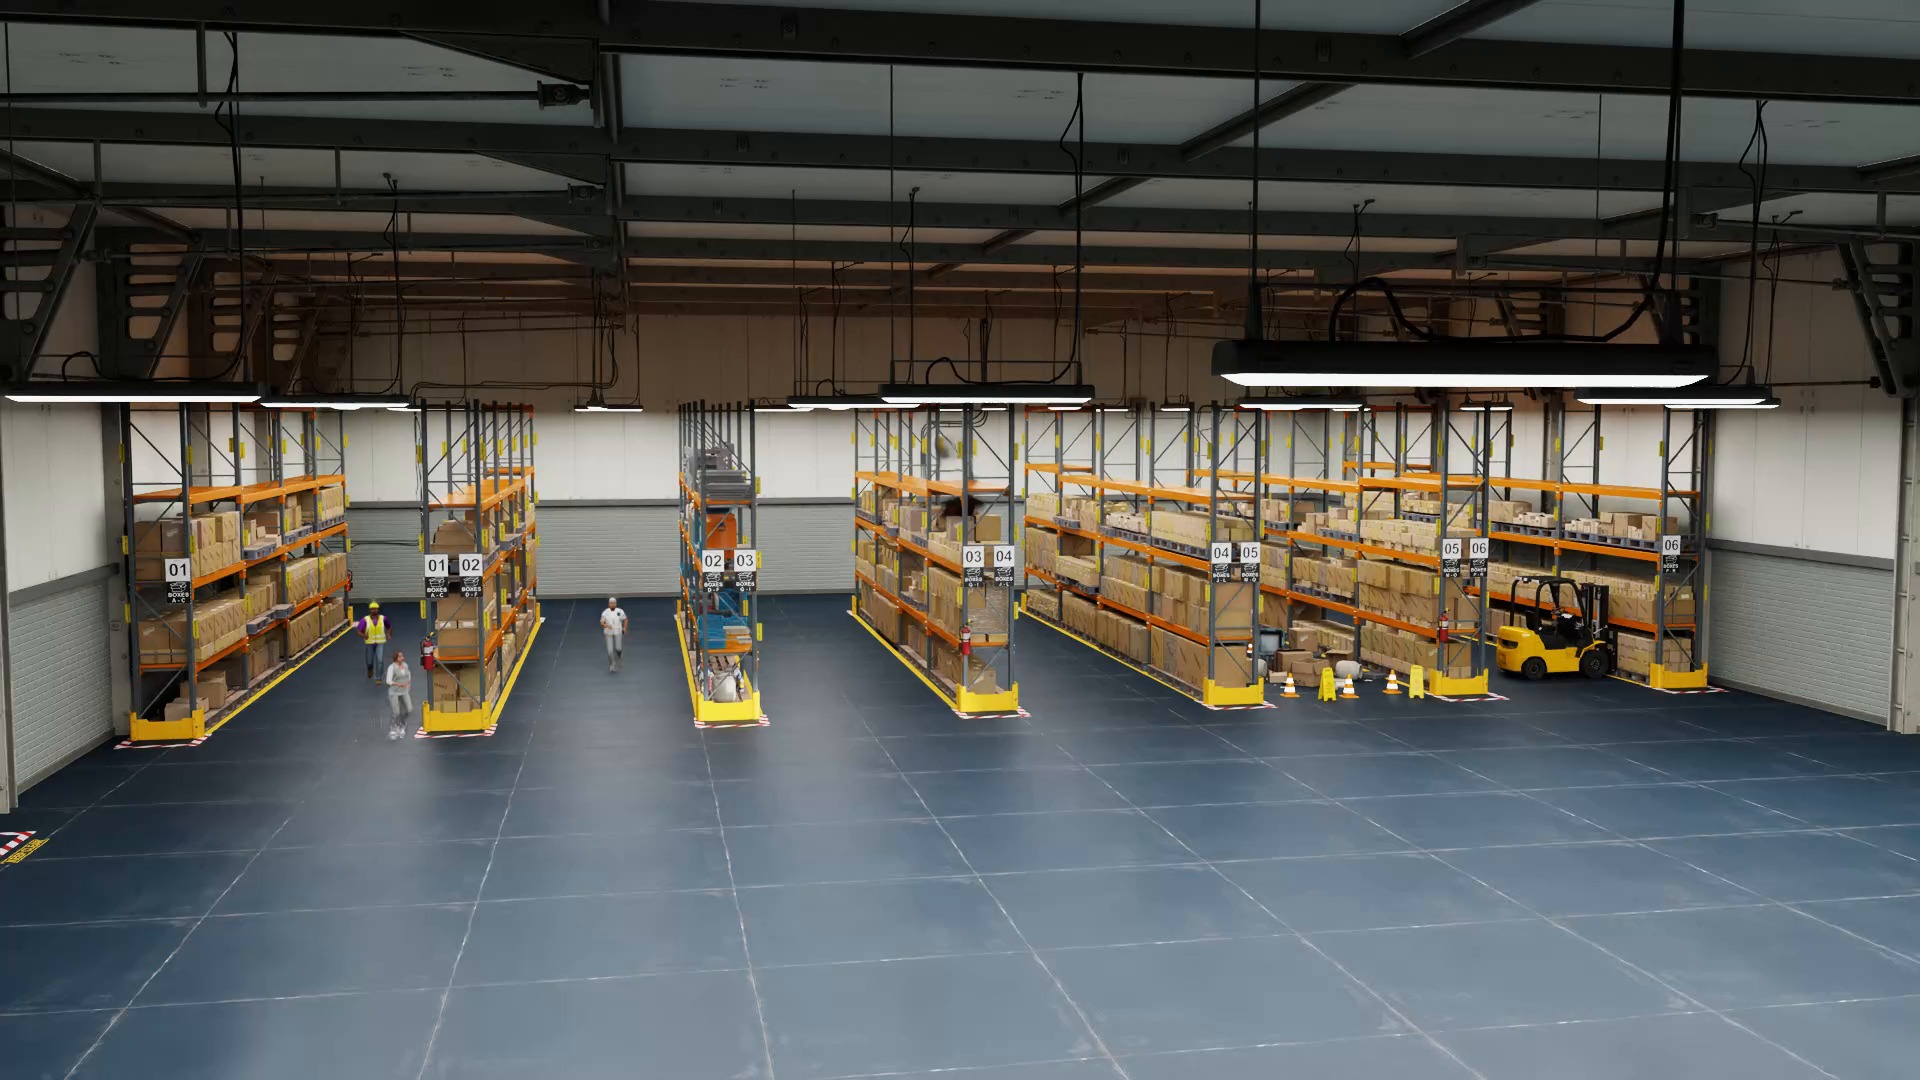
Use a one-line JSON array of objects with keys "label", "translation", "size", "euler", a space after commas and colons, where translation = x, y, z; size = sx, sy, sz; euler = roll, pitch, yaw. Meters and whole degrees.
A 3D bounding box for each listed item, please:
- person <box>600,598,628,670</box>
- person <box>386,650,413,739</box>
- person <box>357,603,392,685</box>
[{"label": "person", "translation": [-7.717, 2.107, 37.096], "size": [0.592, 1.629, 0.577], "euler": [-1, 4, -10]}, {"label": "person", "translation": [-9.852, 2.732, 29.314], "size": [0.637, 1.574, 0.562], "euler": [4, 6, 40]}, {"label": "person", "translation": [-12.426, 2.194, 35.351], "size": [0.714, 1.733, 0.791], "euler": [-2, 5, -23]}]
